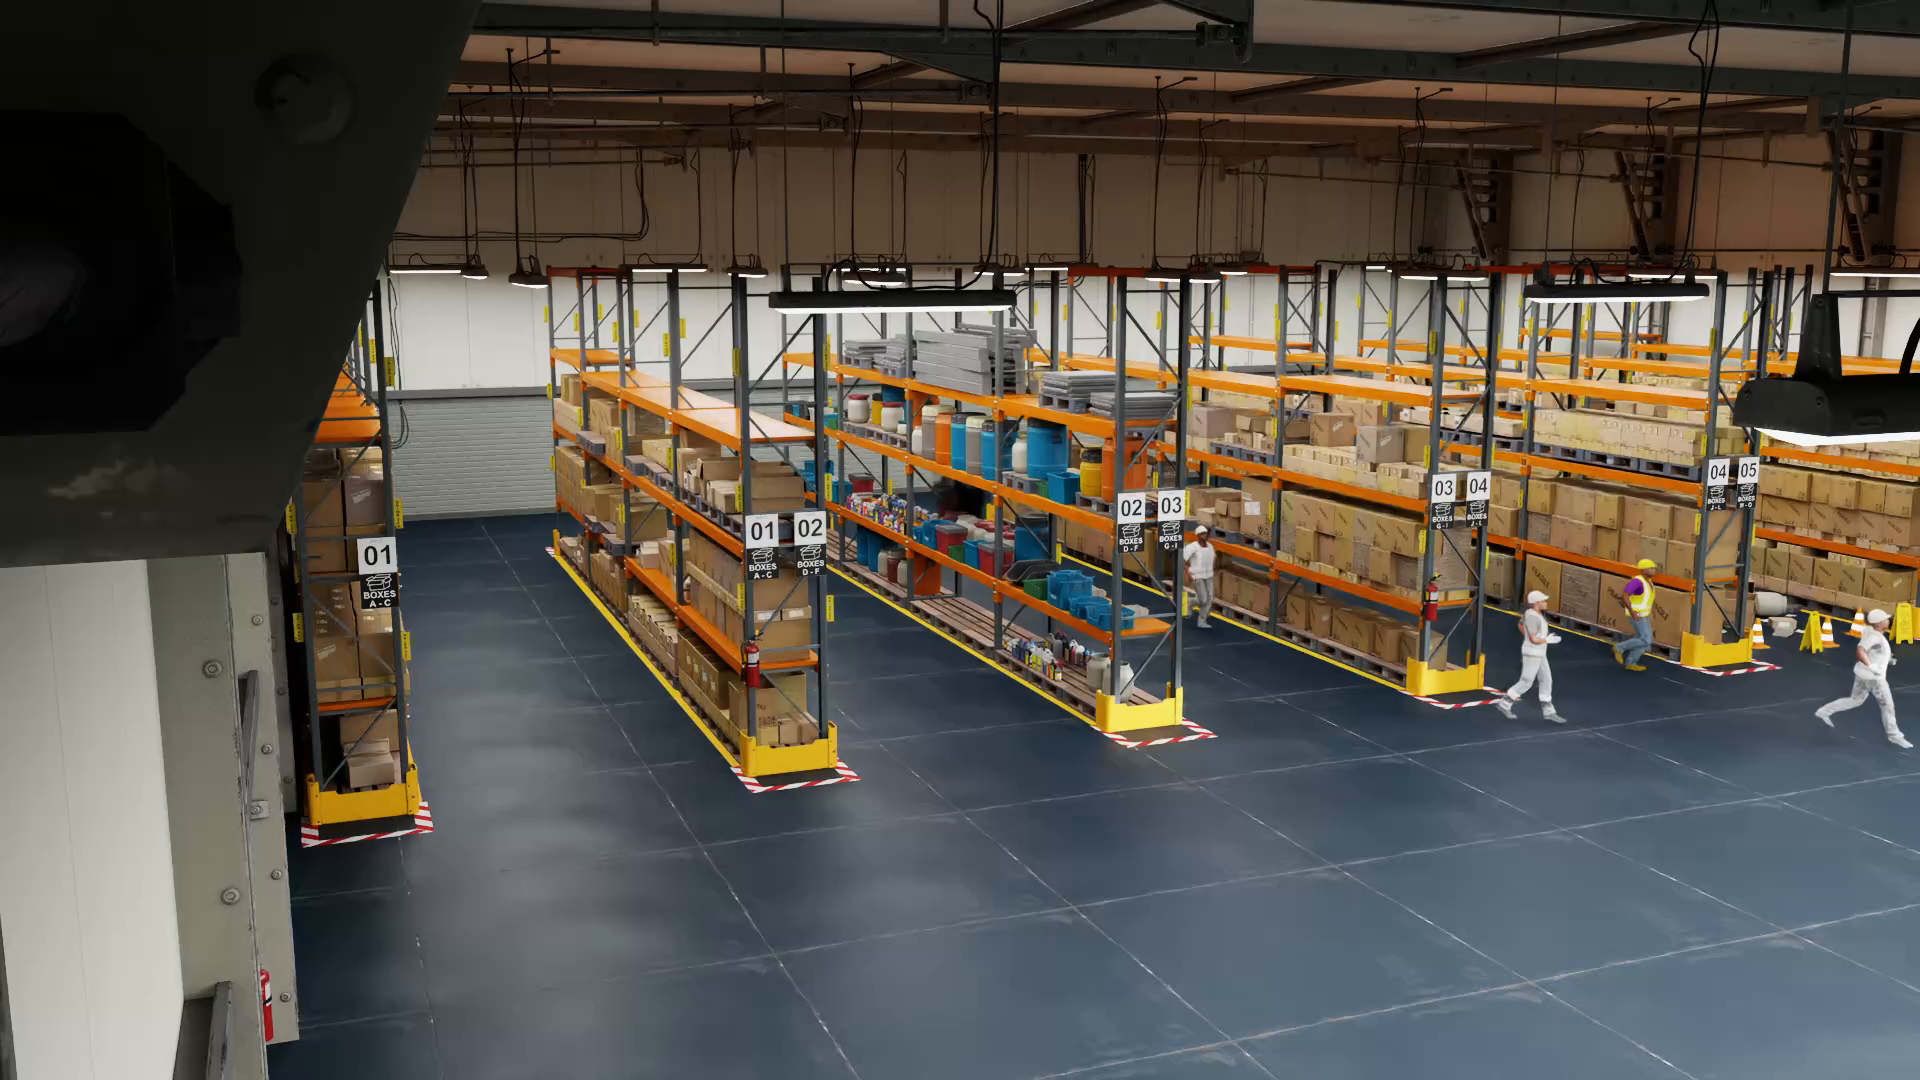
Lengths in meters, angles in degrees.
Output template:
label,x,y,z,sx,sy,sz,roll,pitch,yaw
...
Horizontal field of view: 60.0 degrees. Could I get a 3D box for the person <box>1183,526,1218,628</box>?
label,x,y,z,sx,sy,sz,roll,pitch,yaw
person,4.042,0.615,27.923,0.718,1.724,0.621,-6,12,-31

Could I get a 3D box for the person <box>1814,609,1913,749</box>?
label,x,y,z,sx,sy,sz,roll,pitch,yaw
person,11.717,1.761,21.463,1.166,1.786,0.632,2,10,10

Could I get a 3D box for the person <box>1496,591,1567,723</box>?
label,x,y,z,sx,sy,sz,roll,pitch,yaw
person,7.725,1.558,22.346,0.905,1.784,0.673,5,11,26

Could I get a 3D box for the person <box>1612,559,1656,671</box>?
label,x,y,z,sx,sy,sz,roll,pitch,yaw
person,10.282,1.129,25.266,0.558,1.719,0.746,9,13,40
